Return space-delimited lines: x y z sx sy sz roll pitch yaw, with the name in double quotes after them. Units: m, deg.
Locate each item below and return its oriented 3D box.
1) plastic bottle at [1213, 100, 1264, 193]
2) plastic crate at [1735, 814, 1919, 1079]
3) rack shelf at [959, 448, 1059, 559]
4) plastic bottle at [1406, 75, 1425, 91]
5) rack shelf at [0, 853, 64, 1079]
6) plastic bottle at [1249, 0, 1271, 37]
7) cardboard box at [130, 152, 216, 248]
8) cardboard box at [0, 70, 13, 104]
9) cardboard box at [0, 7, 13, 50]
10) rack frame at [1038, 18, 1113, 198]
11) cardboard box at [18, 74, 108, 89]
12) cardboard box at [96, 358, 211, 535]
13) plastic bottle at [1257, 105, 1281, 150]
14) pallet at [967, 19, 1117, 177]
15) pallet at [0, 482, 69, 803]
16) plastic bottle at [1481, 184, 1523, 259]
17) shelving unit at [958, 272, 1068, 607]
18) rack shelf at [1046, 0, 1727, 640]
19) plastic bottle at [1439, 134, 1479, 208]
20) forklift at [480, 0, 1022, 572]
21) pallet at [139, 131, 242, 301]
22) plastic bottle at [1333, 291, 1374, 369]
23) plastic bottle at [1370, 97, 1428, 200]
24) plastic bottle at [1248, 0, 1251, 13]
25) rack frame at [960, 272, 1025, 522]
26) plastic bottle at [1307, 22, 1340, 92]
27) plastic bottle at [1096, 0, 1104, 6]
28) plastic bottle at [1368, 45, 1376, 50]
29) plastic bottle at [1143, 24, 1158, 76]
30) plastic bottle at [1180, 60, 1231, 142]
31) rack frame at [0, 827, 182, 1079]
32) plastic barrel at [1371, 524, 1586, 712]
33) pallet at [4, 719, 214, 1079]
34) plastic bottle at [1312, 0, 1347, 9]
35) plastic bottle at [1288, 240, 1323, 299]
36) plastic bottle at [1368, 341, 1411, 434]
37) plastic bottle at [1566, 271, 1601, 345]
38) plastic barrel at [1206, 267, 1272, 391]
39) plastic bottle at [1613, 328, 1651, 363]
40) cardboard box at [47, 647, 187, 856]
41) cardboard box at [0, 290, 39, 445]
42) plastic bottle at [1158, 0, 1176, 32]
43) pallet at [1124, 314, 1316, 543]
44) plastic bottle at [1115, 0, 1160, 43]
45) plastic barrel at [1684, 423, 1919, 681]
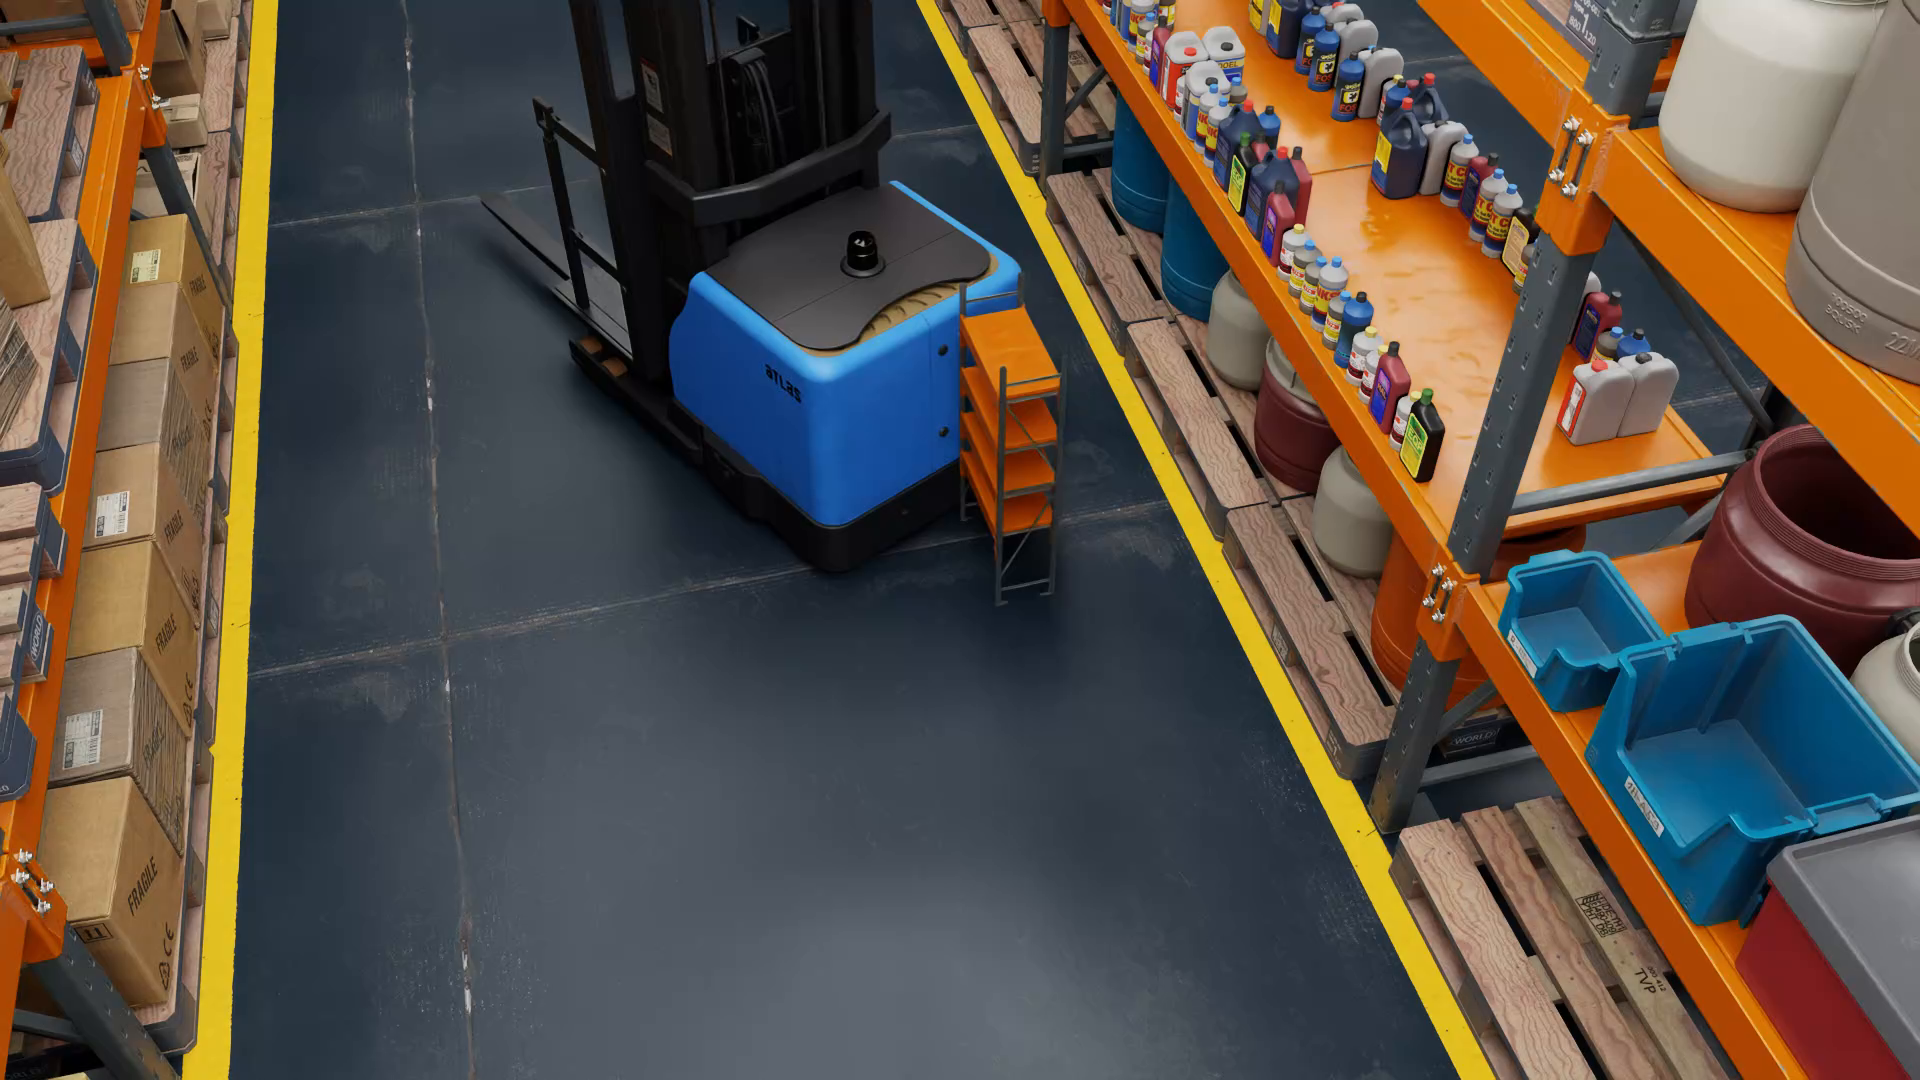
1.033 -1.469 6.124 0.144 0.351 0.185 -11 47 -10 "plastic bottle"
2.042 0.990 3.634 0.402 0.464 0.583 -11 47 -10 "plastic crate"
0.184 -0.169 6.448 0.258 0.148 0.480 -12 47 -11 "rack shelf"
1.733 -1.662 6.360 0.061 0.283 0.133 -11 47 -10 "plastic bottle"
-2.354 2.377 2.824 1.077 0.370 4.000 -11 47 -10 "rack shelf"
1.312 -2.302 6.940 0.144 0.351 0.185 -11 47 -10 "plastic bottle"
-3.788 -1.560 7.753 0.500 0.311 0.500 -11 47 -10 "cardboard box"
-3.984 -1.831 6.081 0.700 0.500 0.500 -26 51 -23 "cardboard box"
-4.266 -2.351 6.883 0.500 0.500 0.500 -10 46 -10 "cardboard box"
0.900 -2.921 7.512 1.000 3.000 0.127 -11 47 -10 "rack frame"
-4.502 -2.090 8.272 0.500 0.311 0.500 -11 47 -10 "cardboard box"
-3.240 -0.319 6.405 0.500 0.500 0.500 -10 46 -10 "cardboard box"
1.139 -1.494 6.204 0.097 0.271 0.097 0 46 0 "plastic bottle"
0.674 -2.445 8.998 1.003 0.211 1.213 -11 47 -10 "pallet"
-3.107 0.356 4.435 1.213 0.211 1.003 -11 47 -10 "pallet"
1.911 -1.128 5.845 0.097 0.271 0.097 0 46 0 "plastic bottle"
0.184 -0.355 6.258 0.258 1.200 0.503 -12 47 -11 "shelving unit"
1.412 -1.288 6.416 1.077 0.370 4.000 -11 47 -10 "rack shelf"
1.827 -1.354 6.067 0.097 0.271 0.097 0 46 0 "plastic bottle"
-1.093 -1.882 6.542 1.130 2.935 3.031 -32 53 -27 "forklift"
-4.064 -1.516 8.088 1.003 0.211 1.213 -11 47 -10 "pallet"
1.287 -0.692 5.418 0.097 0.271 0.097 0 46 0 "plastic bottle"
1.621 -1.447 6.103 0.144 0.351 0.185 -11 47 -10 "plastic bottle"
1.291 -2.350 7.092 0.097 0.201 0.097 0 46 0 "plastic bottle"
0.116 -0.522 6.422 0.240 1.200 0.015 -12 47 -11 "rack frame"
1.454 -1.934 6.635 0.097 0.271 0.097 0 46 0 "plastic bottle"
0.615 -2.456 7.139 0.061 0.283 0.133 -11 47 -10 "plastic bottle"
1.626 -1.870 6.621 0.097 0.201 0.097 0 46 0 "plastic bottle"
0.797 -1.990 6.739 0.097 0.201 0.097 0 46 0 "plastic bottle"
0.946 -1.688 6.391 0.152 0.276 0.135 -11 47 -10 "plastic bottle"
-2.866 0.744 3.920 1.000 3.000 0.127 -11 47 -10 "rack frame"
1.782 0.119 5.759 0.600 0.830 0.708 -11 47 -10 "plastic barrel"
-3.020 1.198 5.428 1.003 0.211 1.213 -11 47 -10 "pallet"
1.499 -2.201 6.841 0.144 0.351 0.185 -11 47 -10 "plastic bottle"
1.187 -0.936 5.706 0.097 0.201 0.097 0 46 0 "plastic bottle"
1.349 -0.479 5.201 0.061 0.283 0.133 -11 47 -10 "plastic bottle"
2.007 -0.793 5.514 0.152 0.276 0.135 -11 47 -10 "plastic bottle"
1.262 -0.923 7.002 0.421 0.512 0.421 0 46 0 "plastic barrel"
2.122 -0.557 5.286 0.097 0.271 0.097 0 46 0 "plastic bottle"
-2.845 0.738 5.369 0.500 0.500 0.500 -12 47 -12 "cardboard box"
-3.185 -0.518 4.794 0.700 0.500 0.500 -3 46 -3 "cardboard box"
0.859 -2.245 6.989 0.097 0.201 0.097 0 46 0 "plastic bottle"
1.373 -0.560 7.151 1.003 0.211 1.213 -11 47 -10 "pallet"
0.744 -2.235 6.927 0.152 0.276 0.135 -11 47 -10 "plastic bottle"
2.335 0.058 4.497 0.600 0.536 0.708 -11 47 -10 "plastic barrel"
